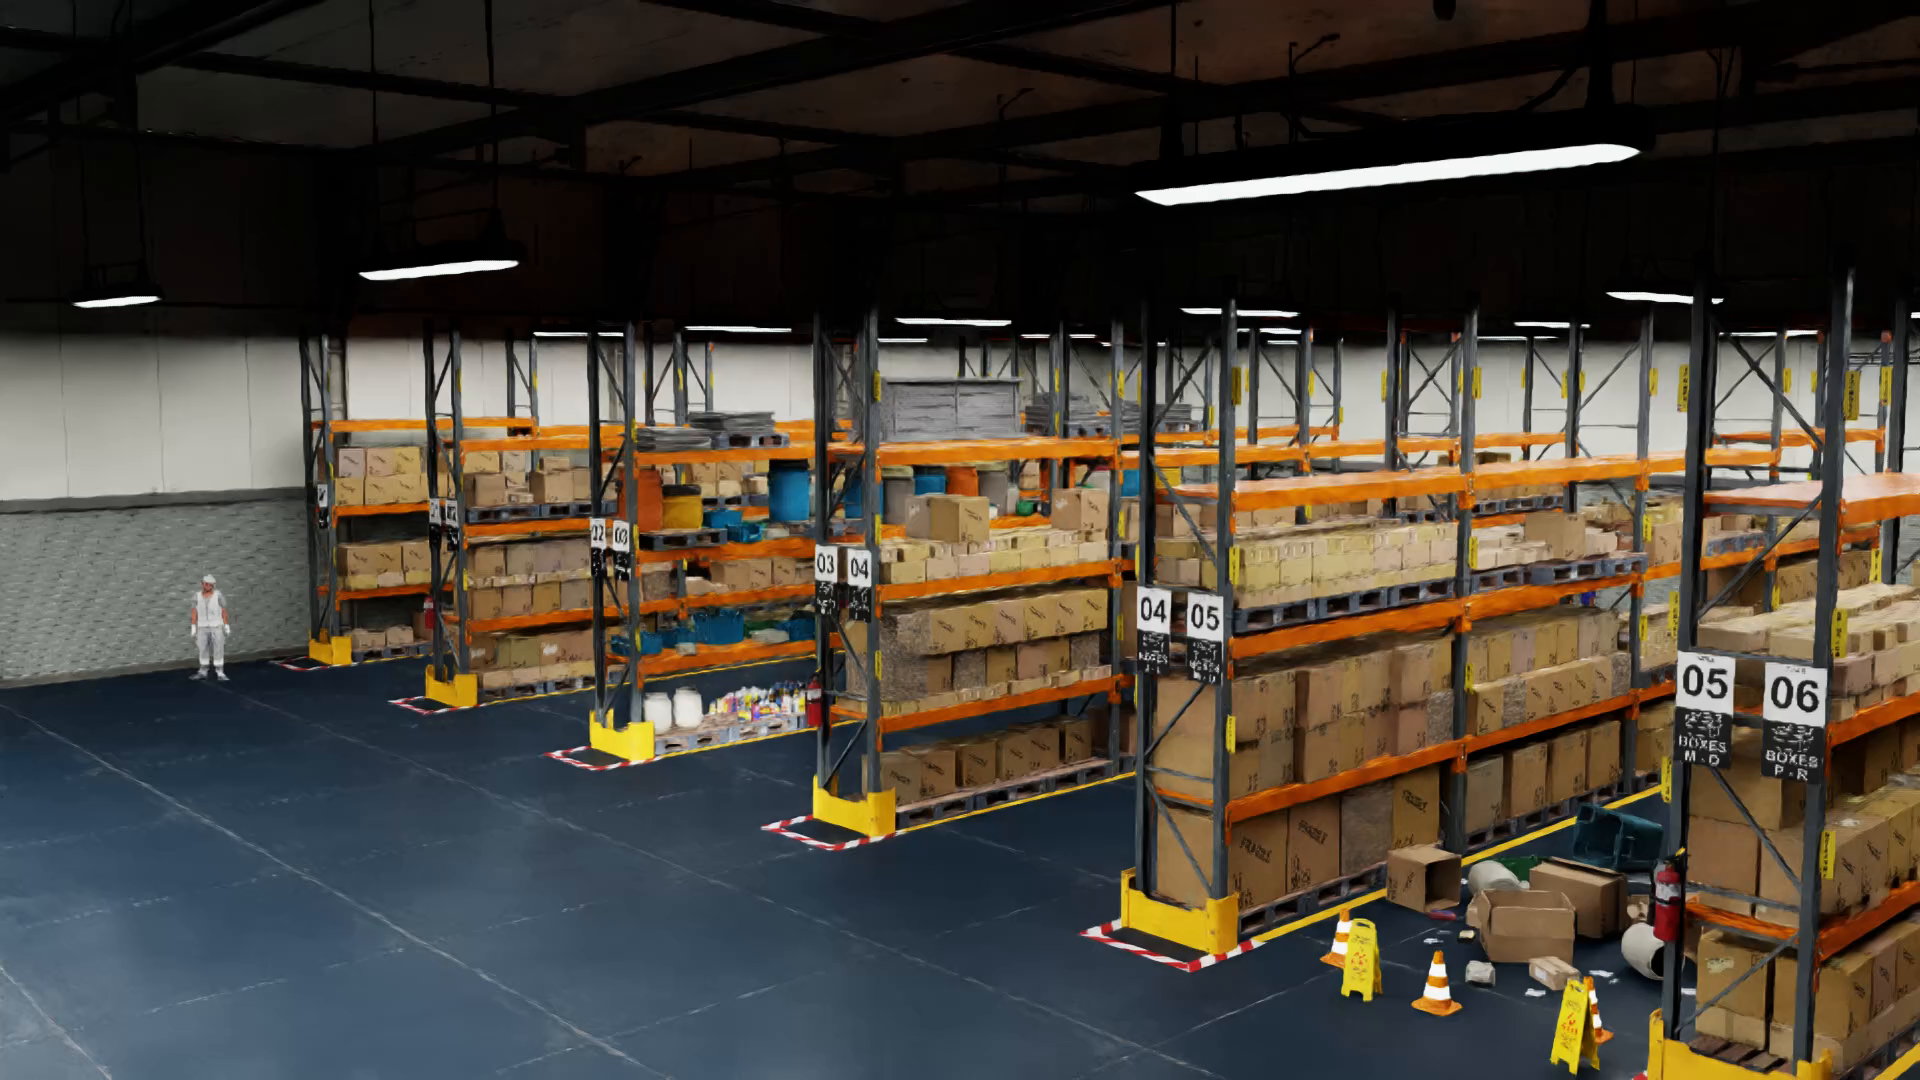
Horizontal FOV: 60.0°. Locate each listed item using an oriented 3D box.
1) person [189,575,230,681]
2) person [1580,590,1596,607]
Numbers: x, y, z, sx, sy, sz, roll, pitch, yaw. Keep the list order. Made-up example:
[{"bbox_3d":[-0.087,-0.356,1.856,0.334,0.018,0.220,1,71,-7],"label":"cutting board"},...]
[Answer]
[{"bbox_3d":[-12.598,1.465,27.835,0.686,1.792,0.453,-1,6,-12],"label":"person"},{"bbox_3d":[11.502,1.304,30.200,0.472,1.654,0.658,1,6,7],"label":"person"}]
